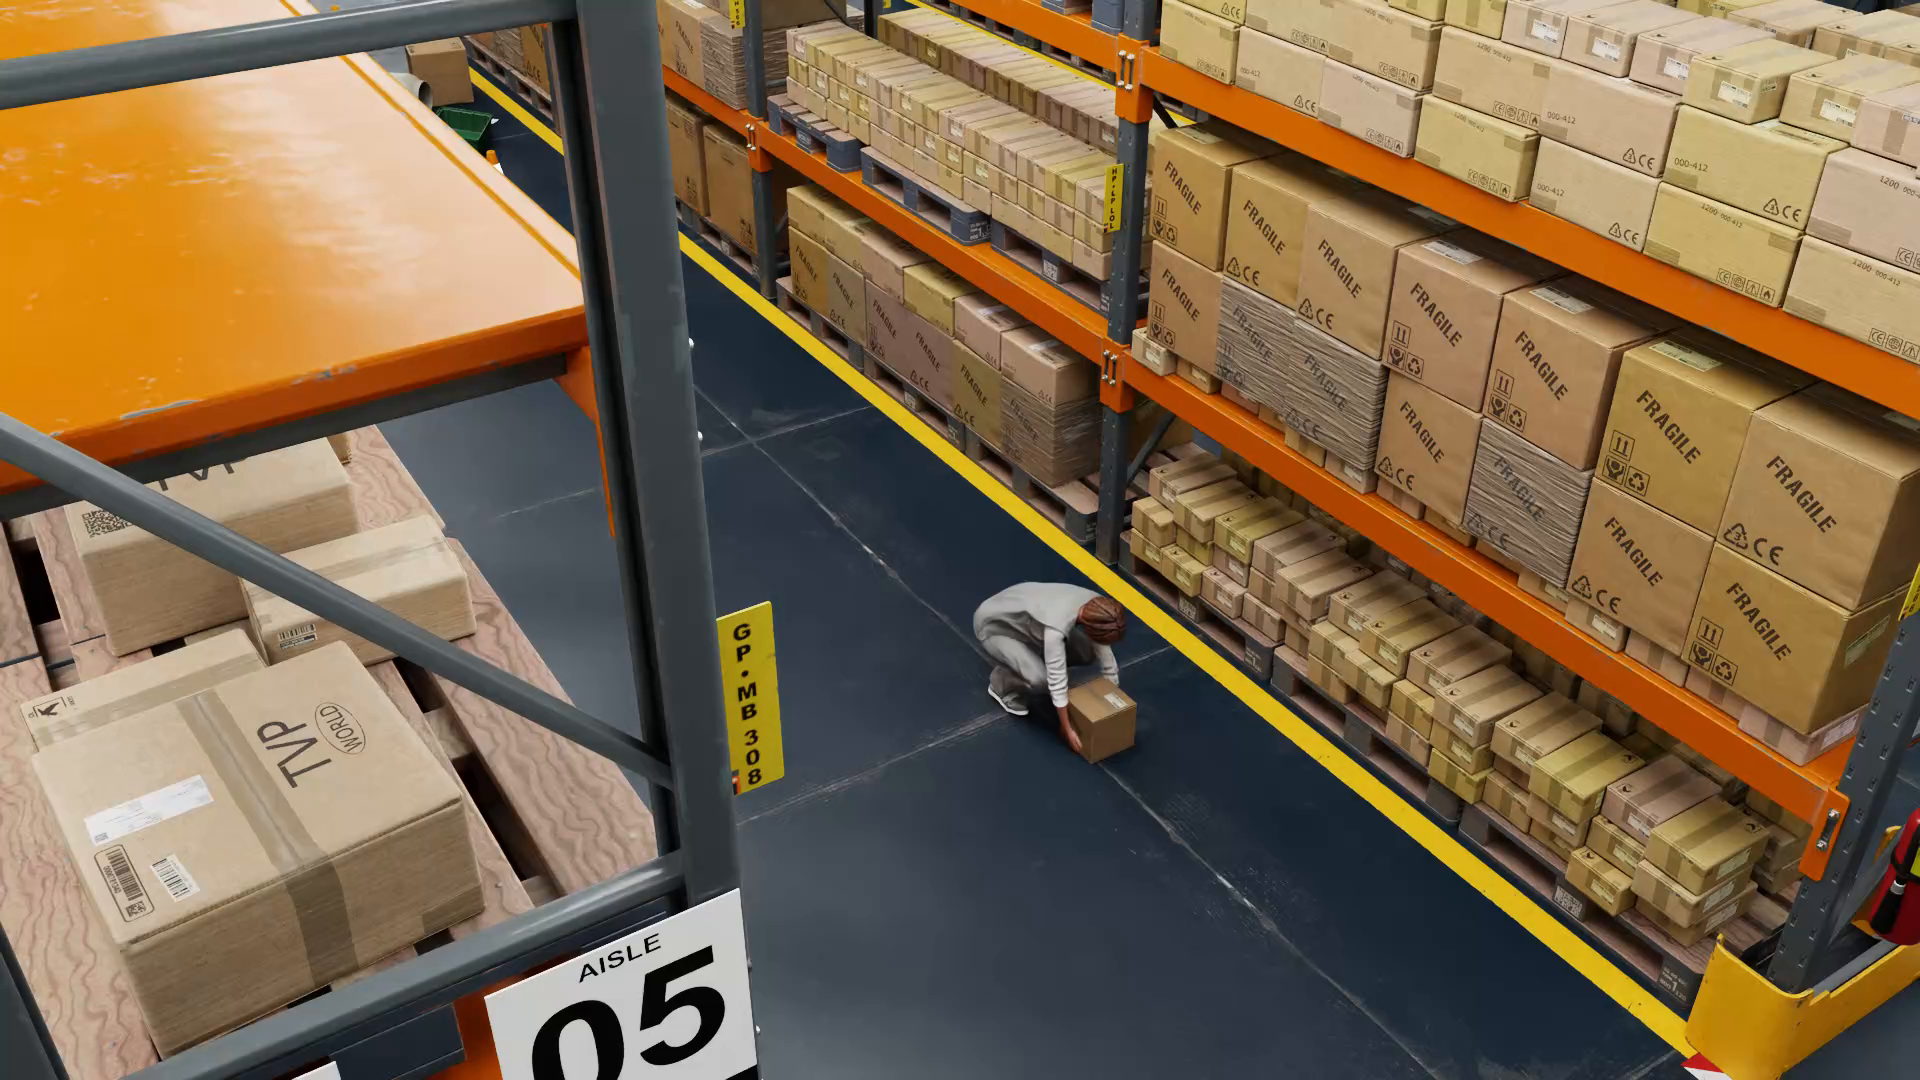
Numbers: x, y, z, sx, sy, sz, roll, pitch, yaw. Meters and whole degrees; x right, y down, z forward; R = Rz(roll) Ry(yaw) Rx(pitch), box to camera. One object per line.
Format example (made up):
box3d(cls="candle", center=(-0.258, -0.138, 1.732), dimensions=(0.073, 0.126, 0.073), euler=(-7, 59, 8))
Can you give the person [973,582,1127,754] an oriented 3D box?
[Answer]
box3d(cls="person", center=(0.416, 0.493, 7.743), dimensions=(0.435, 0.770, 0.815), euler=(-25, 41, -33))
